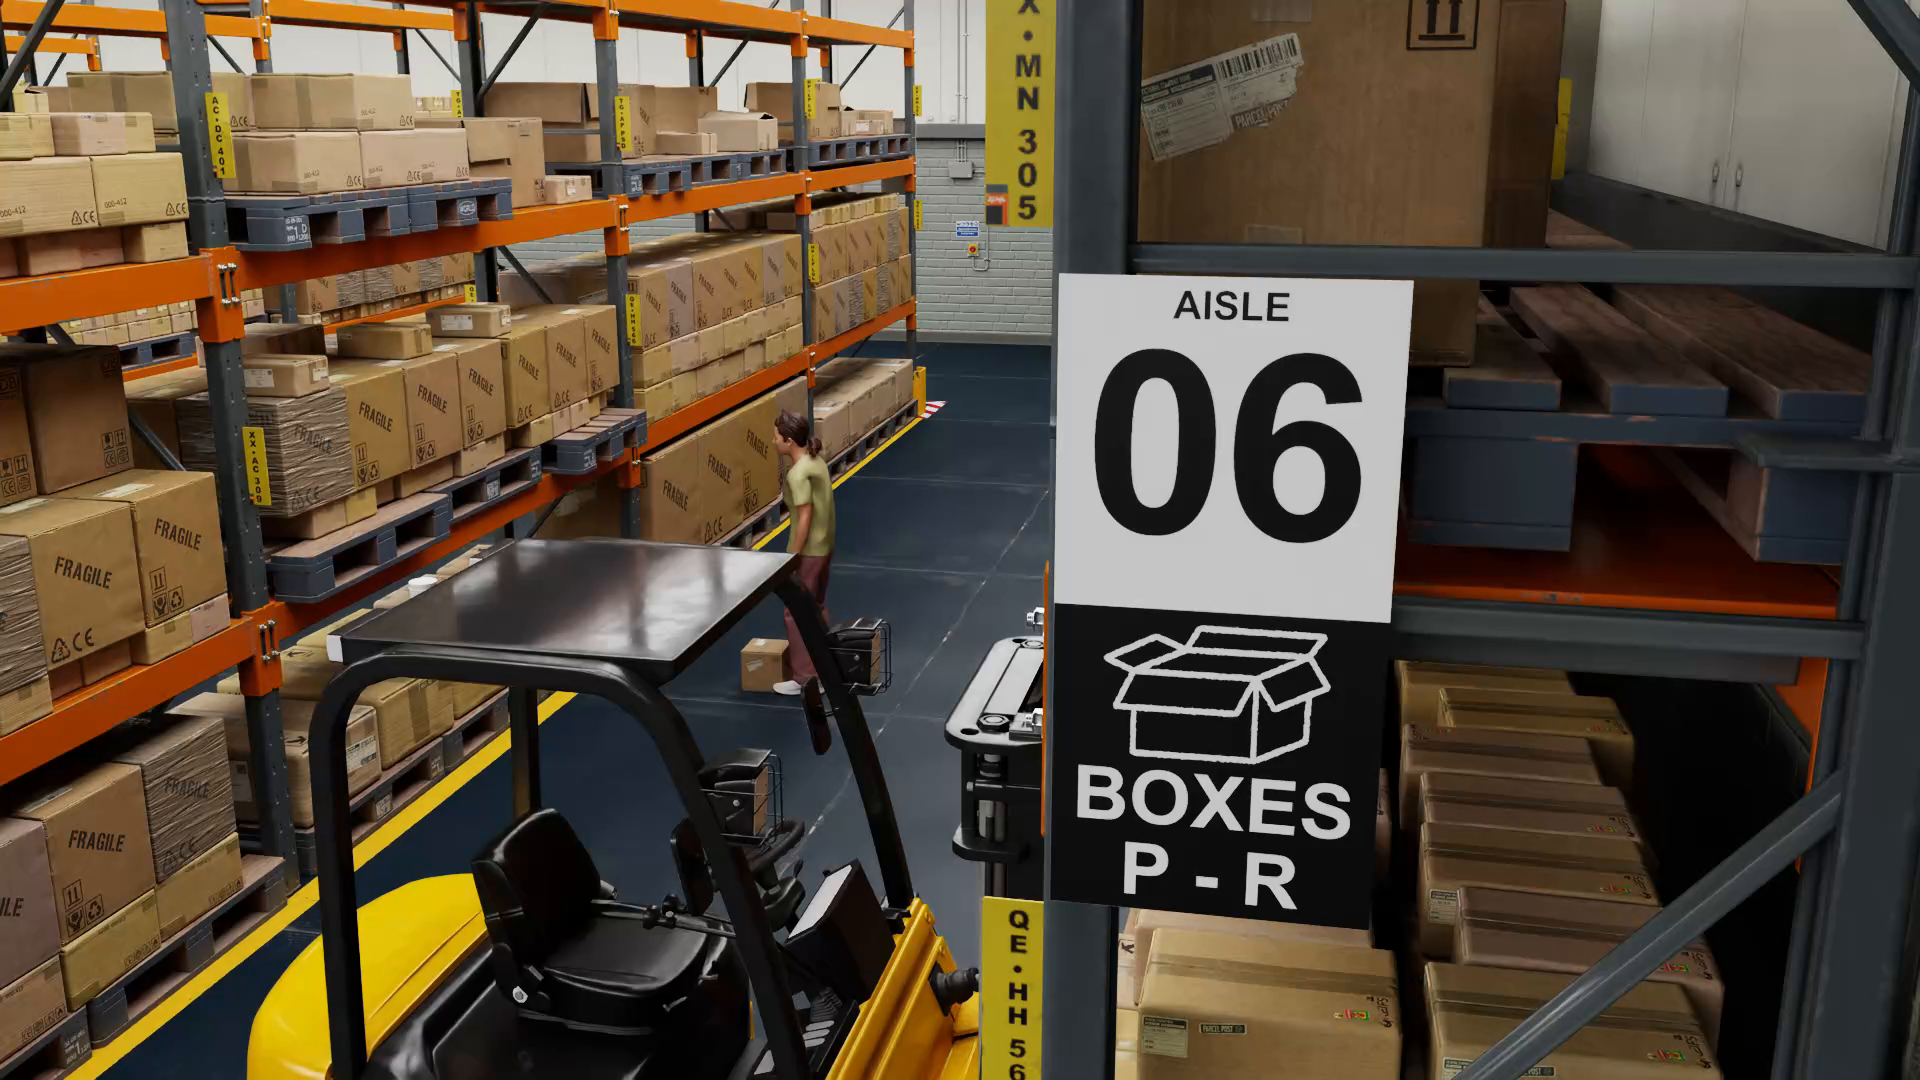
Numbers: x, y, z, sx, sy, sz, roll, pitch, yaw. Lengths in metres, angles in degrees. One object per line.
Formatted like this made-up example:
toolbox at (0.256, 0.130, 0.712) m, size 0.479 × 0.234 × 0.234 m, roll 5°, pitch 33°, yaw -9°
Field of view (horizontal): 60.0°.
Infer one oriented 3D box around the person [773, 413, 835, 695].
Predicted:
person at (-0.913, 0.074, 9.733) m, size 0.357 × 1.673 × 0.516 m, roll 2°, pitch 15°, yaw 9°
